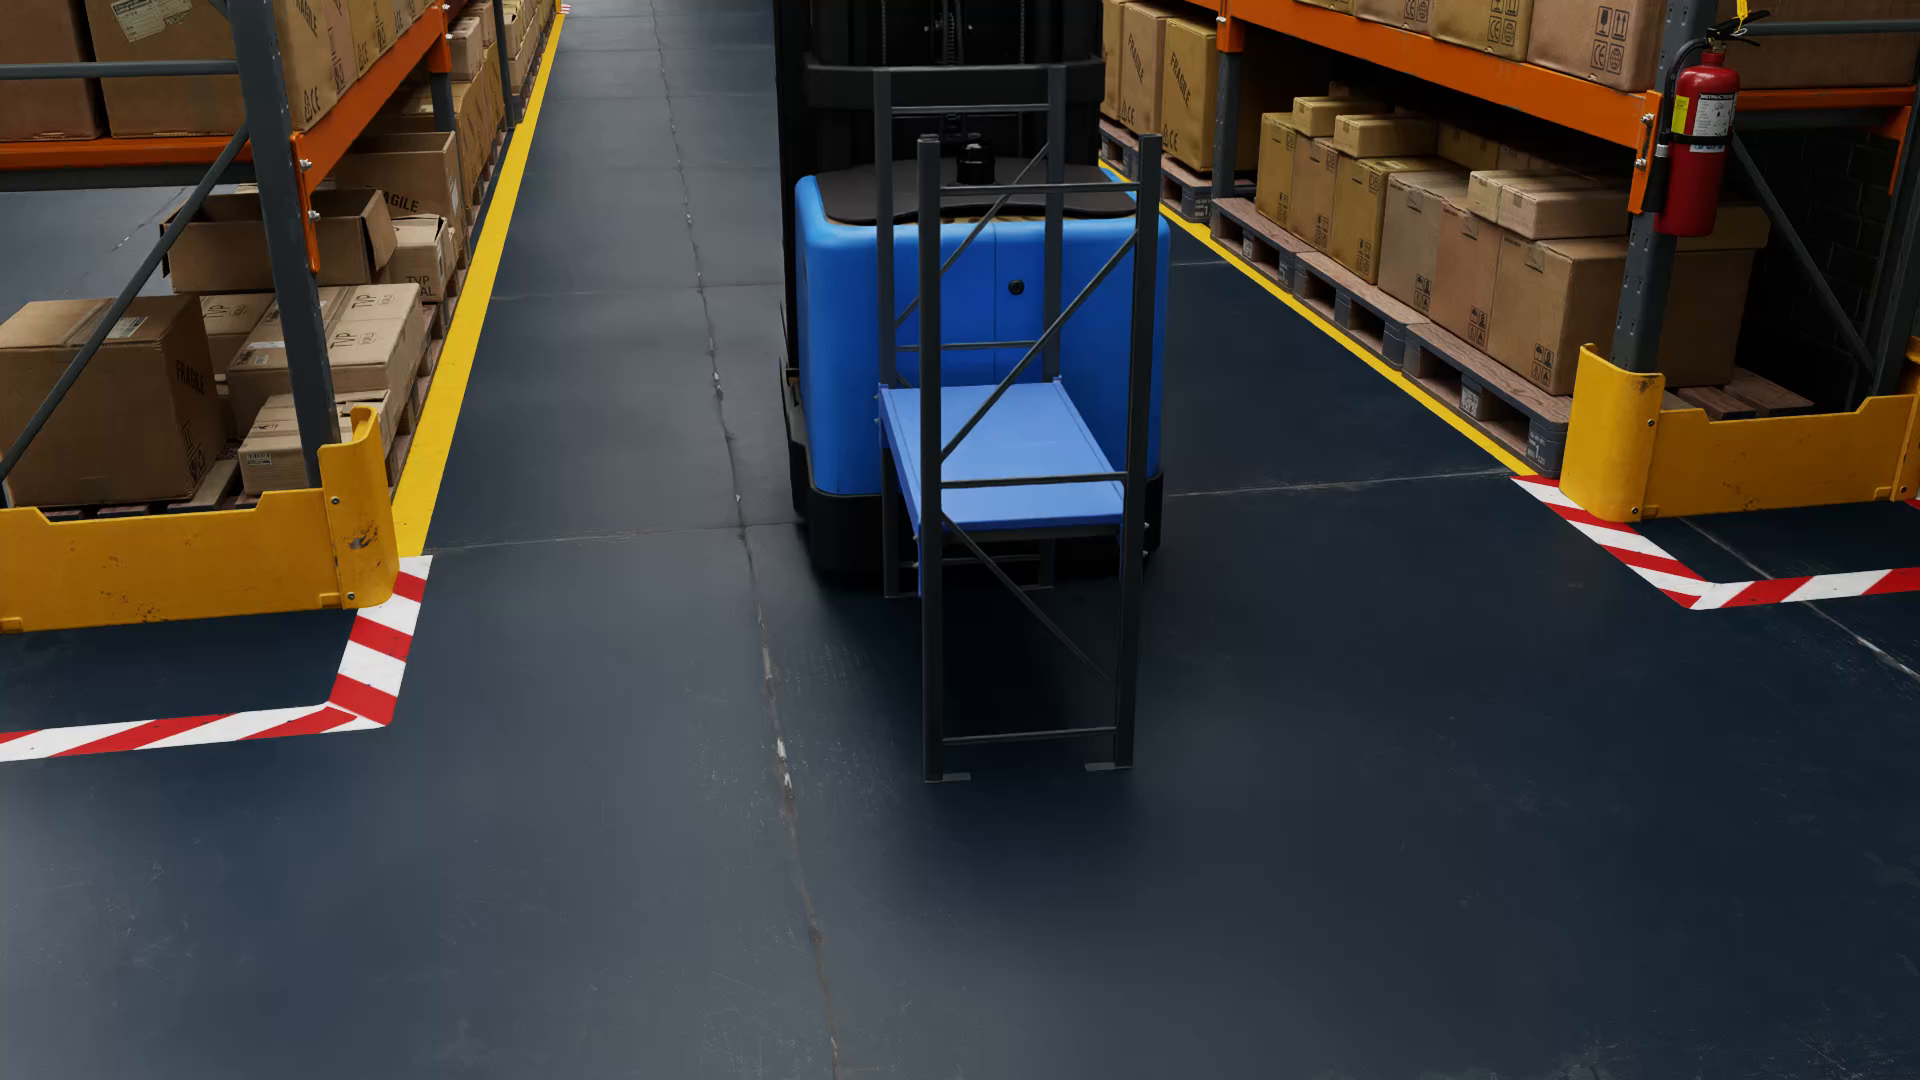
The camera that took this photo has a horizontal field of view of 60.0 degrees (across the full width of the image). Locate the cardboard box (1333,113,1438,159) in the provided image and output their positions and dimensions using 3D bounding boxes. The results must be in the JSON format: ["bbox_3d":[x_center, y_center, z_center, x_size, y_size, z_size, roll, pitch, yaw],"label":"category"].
[{"bbox_3d":[1.899,-1.808,7.430,0.380,0.149,0.250,-5,24,-11],"label":"cardboard box"}]

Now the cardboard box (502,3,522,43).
[{"bbox_3d":[-3.640,-3.947,12.750,0.500,0.311,0.500,-5,24,-11],"label":"cardboard box"}]

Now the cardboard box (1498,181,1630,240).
[{"bbox_3d":[2.190,-1.195,6.026,0.380,0.149,0.250,-5,24,-10],"label":"cardboard box"}]

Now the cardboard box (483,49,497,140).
[{"bbox_3d":[-3.227,-2.826,10.547,0.500,0.500,0.500,-5,24,-12],"label":"cardboard box"}]

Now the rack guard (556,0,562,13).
[{"bbox_3d":[-5.210,-6.335,19.130,1.175,0.500,0.348,-4,24,-10],"label":"rack guard"}]

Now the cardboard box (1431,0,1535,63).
[{"bbox_3d":[2.371,-2.168,6.092,0.980,0.700,0.700,-4,24,-10],"label":"cardboard box"}]

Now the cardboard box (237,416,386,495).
[{"bbox_3d":[-1.987,-0.263,5.116,0.380,0.149,0.250,-4,24,-10],"label":"cardboard box"}]

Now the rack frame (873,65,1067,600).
[{"bbox_3d":[0.027,-0.531,4.592,0.500,1.500,0.032,-3,24,-7],"label":"rack frame"}]

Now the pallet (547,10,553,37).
[{"bbox_3d":[-4.801,-5.417,17.388,1.003,0.211,1.213,-4,24,-10],"label":"pallet"}]

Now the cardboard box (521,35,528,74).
[{"bbox_3d":[-3.731,-3.886,13.311,0.500,0.250,0.500,-5,24,-11],"label":"cardboard box"}]

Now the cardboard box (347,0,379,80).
[{"bbox_3d":[-2.261,-1.818,5.539,0.500,0.500,0.500,-4,24,-10],"label":"cardboard box"}]

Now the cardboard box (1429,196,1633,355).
[{"bbox_3d":[2.300,-1.057,6.522,0.700,0.500,0.500,-4,24,-10],"label":"cardboard box"}]

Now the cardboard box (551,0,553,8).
[{"bbox_3d":[-4.618,-5.822,17.743,0.500,0.250,0.500,-4,24,-10],"label":"cardboard box"}]

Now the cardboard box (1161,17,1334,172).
[{"bbox_3d":[1.633,-2.572,9.553,0.750,0.750,0.750,-4,24,-9],"label":"cardboard box"}]

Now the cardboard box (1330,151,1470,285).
[{"bbox_3d":[2.101,-1.464,7.453,0.700,0.500,0.500,-4,24,-9],"label":"cardboard box"}]

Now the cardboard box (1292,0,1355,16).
[{"bbox_3d":[2.095,-2.754,7.434,0.980,0.700,0.700,-5,24,-11],"label":"cardboard box"}]

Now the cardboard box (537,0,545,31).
[{"bbox_3d":[-4.254,-5.035,15.941,0.500,0.250,0.500,-4,24,-10],"label":"cardboard box"}]

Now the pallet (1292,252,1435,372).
[{"bbox_3d":[2.174,-1.055,7.403,1.003,0.211,1.213,-4,24,-10],"label":"pallet"}]

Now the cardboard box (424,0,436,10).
[{"bbox_3d":[-2.642,-2.619,7.374,0.500,0.500,0.500,-4,24,-9],"label":"cardboard box"}]

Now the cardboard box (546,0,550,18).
[{"bbox_3d":[-4.429,-5.429,16.843,0.500,0.250,0.500,-4,24,-10],"label":"cardboard box"}]

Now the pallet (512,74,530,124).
[{"bbox_3d":[-3.840,-3.373,12.709,1.003,0.211,1.213,-4,24,-10],"label":"pallet"}]

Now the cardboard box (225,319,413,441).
[{"bbox_3d":[-2.161,-0.551,5.649,0.500,0.250,0.500,-4,24,-10],"label":"cardboard box"}]

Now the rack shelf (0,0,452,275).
[{"bbox_3d":[-2.617,-1.635,6.144,1.077,0.370,4.000,-4,24,-10],"label":"rack shelf"}]

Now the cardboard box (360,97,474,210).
[{"bbox_3d":[-2.837,-2.015,8.690,0.500,0.500,0.500,-5,24,-12],"label":"cardboard box"}]

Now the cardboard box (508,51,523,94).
[{"bbox_3d":[-3.535,-3.484,12.391,0.500,0.250,0.500,-4,24,-10],"label":"cardboard box"}]

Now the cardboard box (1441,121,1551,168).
[{"bbox_3d":[2.330,-1.722,7.232,0.380,0.149,0.250,-5,24,-11],"label":"cardboard box"}]

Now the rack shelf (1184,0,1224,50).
[{"bbox_3d":[1.511,-3.576,10.589,1.077,0.370,4.000,-4,24,-10],"label":"rack shelf"}]

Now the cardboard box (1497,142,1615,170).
[{"bbox_3d":[2.424,-1.521,6.773,0.380,0.149,0.250,-4,24,-9],"label":"cardboard box"}]

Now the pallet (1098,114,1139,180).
[{"bbox_3d":[1.435,-2.620,10.985,1.003,0.211,1.213,-4,24,-10],"label":"pallet"}]

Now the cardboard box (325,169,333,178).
[{"bbox_3d":[-3.360,-1.980,8.609,0.500,0.500,0.500,-4,24,-10],"label":"cardboard box"}]

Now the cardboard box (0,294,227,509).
[{"bbox_3d":[-2.590,-0.429,5.059,0.500,0.500,0.500,-4,24,-10],"label":"cardboard box"}]

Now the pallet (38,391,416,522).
[{"bbox_3d":[-2.409,-0.243,5.543,1.003,0.211,1.213,-4,24,-10],"label":"pallet"}]

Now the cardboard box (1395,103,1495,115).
[{"bbox_3d":[2.235,-1.922,7.692,0.380,0.149,0.250,-5,24,-11],"label":"cardboard box"}]

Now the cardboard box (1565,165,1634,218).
[{"bbox_3d":[2.518,-1.323,6.319,0.380,0.149,0.250,-4,24,-10],"label":"cardboard box"}]

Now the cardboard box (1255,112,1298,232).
[{"bbox_3d":[1.918,-1.864,8.369,0.700,0.500,0.500,-4,24,-9],"label":"cardboard box"}]

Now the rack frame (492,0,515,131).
[{"bbox_3d":[-3.726,-4.324,11.403,1.000,3.000,0.127,-4,24,-10],"label":"rack frame"}]

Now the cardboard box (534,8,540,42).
[{"bbox_3d":[-4.105,-4.688,15.148,0.500,0.250,0.500,-5,24,-10],"label":"cardboard box"}]

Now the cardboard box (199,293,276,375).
[{"bbox_3d":[-2.736,-0.691,5.969,0.500,0.250,0.500,-4,24,-10],"label":"cardboard box"}]

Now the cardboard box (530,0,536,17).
[{"bbox_3d":[-4.007,-4.745,14.576,0.500,0.311,0.500,-4,24,-8],"label":"cardboard box"}]

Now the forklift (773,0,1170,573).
[{"bbox_3d":[-0.104,-1.804,5.719,1.130,2.935,3.031,-3,24,-7],"label":"forklift"}]

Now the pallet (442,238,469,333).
[{"bbox_3d":[-2.861,-1.203,7.740,1.003,0.211,1.213,-4,24,-10],"label":"pallet"}]

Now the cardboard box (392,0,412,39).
[{"bbox_3d":[-2.448,-2.215,6.448,0.500,0.500,0.500,-4,24,-9],"label":"cardboard box"}]

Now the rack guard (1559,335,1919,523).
[{"bbox_3d":[2.625,-0.391,5.520,1.175,0.500,0.348,-4,24,-10],"label":"rack guard"}]

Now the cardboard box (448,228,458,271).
[{"bbox_3d":[-2.474,-1.300,7.491,0.380,0.149,0.250,-4,24,-10],"label":"cardboard box"}]

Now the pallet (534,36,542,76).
[{"bbox_3d":[-4.291,-4.333,14.907,1.003,0.211,1.213,-4,24,-10],"label":"pallet"}]

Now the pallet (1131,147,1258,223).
[{"bbox_3d":[1.664,-2.139,9.884,1.003,0.211,1.213,-4,24,-10],"label":"pallet"}]

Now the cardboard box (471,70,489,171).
[{"bbox_3d":[-3.031,-2.421,9.620,0.500,0.500,0.500,-4,24,-9],"label":"cardboard box"}]

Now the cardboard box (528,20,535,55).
[{"bbox_3d":[-3.918,-4.288,14.231,0.500,0.250,0.500,-4,24,-9],"label":"cardboard box"}]

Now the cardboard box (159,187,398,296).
[{"bbox_3d":[-2.634,-1.070,6.521,0.797,0.503,0.637,-4,24,-10],"label":"cardboard box"}]

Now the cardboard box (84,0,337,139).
[{"bbox_3d":[-2.070,-1.417,4.623,0.500,0.500,0.500,-4,24,-9],"label":"cardboard box"}]

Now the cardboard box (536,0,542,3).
[{"bbox_3d":[-4.244,-5.379,15.793,0.500,0.500,0.500,-4,24,-10],"label":"cardboard box"}]

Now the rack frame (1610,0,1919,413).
[{"bbox_3d":[2.620,-1.546,5.041,1.000,3.000,0.127,-4,24,-10],"label":"rack frame"}]

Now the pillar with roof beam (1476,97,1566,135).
[{"bbox_3d":[-1.370,-5.338,6.230,9.100,9.000,0.400,-4,24,-10],"label":"pillar with roof beam"}]

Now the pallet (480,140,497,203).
[{"bbox_3d":[-3.403,-2.271,10.186,1.003,0.211,1.213,-4,24,-10],"label":"pallet"}]

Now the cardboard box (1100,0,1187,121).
[{"bbox_3d":[1.304,-3.256,11.118,0.750,0.750,0.750,-4,24,-10],"label":"cardboard box"}]

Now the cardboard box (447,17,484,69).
[{"bbox_3d":[-3.115,-2.950,9.892,0.500,0.250,0.500,-5,24,-11],"label":"cardboard box"}]

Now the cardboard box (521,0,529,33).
[{"bbox_3d":[-3.828,-4.350,13.673,0.500,0.311,0.500,-5,24,-10],"label":"cardboard box"}]

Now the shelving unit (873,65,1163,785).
[{"bbox_3d":[0.095,-0.330,4.131,0.538,1.500,1.048,-3,24,-7],"label":"shelving unit"}]
